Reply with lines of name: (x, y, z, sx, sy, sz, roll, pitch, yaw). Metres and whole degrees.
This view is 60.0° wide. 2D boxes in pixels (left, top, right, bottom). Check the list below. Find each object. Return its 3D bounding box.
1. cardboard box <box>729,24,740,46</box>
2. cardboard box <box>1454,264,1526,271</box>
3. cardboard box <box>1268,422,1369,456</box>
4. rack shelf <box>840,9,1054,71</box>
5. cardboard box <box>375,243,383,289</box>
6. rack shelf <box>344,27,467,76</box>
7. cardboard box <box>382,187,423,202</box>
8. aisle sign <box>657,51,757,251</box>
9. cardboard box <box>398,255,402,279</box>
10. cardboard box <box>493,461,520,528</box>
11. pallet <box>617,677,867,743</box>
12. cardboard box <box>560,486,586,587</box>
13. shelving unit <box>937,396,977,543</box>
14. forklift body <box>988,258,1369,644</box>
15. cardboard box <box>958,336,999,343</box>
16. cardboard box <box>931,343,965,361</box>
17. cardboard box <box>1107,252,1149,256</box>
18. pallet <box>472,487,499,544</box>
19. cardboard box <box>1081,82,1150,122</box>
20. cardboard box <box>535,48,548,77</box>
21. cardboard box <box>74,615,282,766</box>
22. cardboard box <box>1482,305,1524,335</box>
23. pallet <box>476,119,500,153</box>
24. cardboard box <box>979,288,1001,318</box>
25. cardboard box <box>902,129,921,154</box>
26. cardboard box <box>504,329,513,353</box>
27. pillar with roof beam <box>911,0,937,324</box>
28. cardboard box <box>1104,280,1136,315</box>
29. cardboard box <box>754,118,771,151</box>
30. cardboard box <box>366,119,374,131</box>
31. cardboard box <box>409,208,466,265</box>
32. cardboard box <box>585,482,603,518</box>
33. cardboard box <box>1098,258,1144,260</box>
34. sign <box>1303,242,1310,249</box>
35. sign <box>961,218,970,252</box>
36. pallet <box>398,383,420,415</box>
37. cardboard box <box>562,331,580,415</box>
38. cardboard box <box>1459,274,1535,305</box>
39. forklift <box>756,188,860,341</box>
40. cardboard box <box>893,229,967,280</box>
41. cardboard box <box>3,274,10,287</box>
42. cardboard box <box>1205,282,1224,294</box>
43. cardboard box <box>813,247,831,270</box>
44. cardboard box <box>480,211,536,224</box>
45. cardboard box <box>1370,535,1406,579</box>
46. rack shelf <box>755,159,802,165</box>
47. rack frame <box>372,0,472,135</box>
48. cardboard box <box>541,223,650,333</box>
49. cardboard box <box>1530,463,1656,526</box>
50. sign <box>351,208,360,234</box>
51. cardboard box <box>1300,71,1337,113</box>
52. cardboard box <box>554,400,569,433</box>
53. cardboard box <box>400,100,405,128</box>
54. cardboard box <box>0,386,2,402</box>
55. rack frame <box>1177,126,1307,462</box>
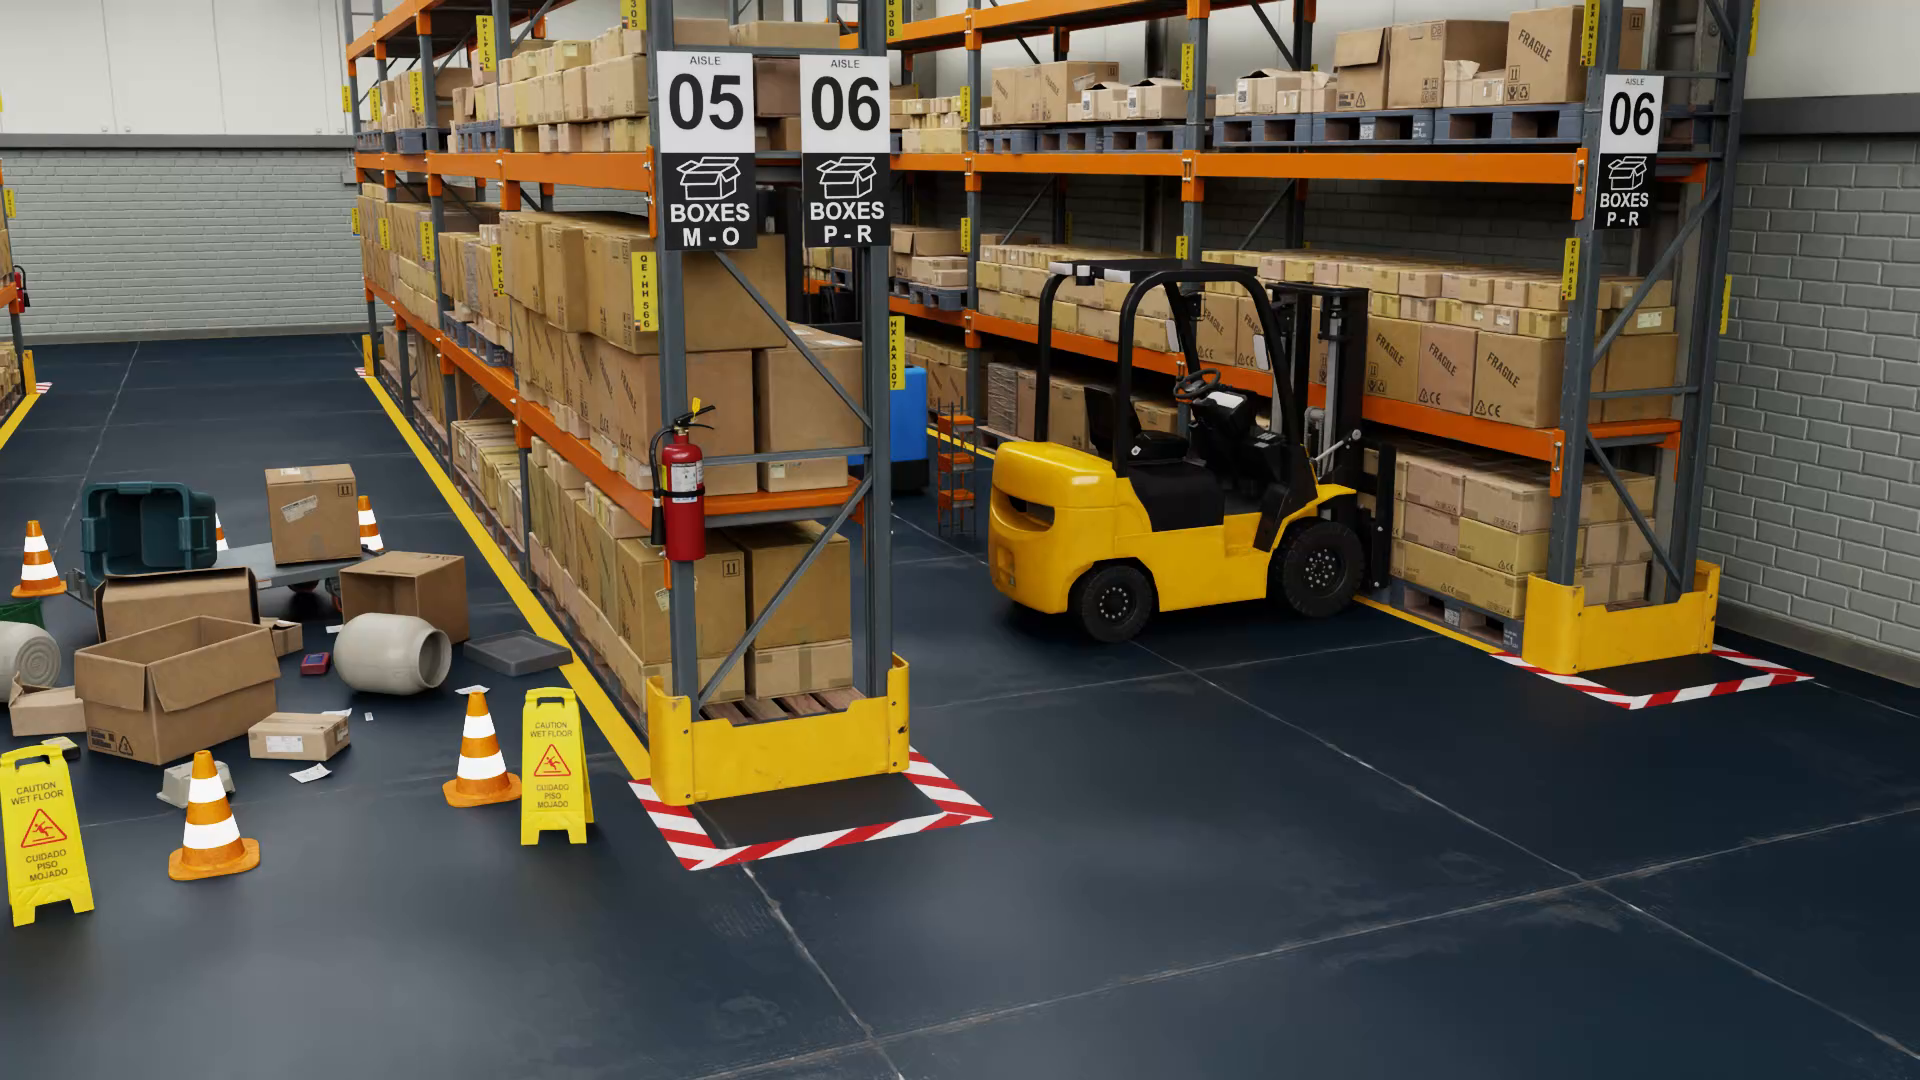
cardboard box: (-0.861, -2.229, 7.483, 0.380, 0.149, 0.250, -6, 14, -23)
cardboard box: (3.397, -1.684, 10.675, 0.380, 0.149, 0.250, -6, 14, -24)
cardboard box: (2.466, -0.650, 11.474, 0.500, 0.250, 0.500, -5, 14, -21)
rack shelf: (-0.249, -5.251, 17.584, 1.077, 0.370, 4.000, -6, 14, -23)
cardboard box: (-6.443, -3.168, 19.183, 0.500, 0.500, 0.500, -6, 14, -24)
rack shelf: (-6.398, -5.629, 19.215, 1.077, 0.370, 4.000, -6, 14, -23)
cardboard box: (-6.012, -3.725, 17.933, 0.380, 0.149, 0.250, -6, 14, -24)
aisle sign: (-1.031, -1.586, 6.806, 0.394, 0.787, 0.004, -6, 14, -23)
cardboard box: (-5.444, -2.787, 16.983, 0.500, 0.250, 0.500, -5, 14, -22)
cardboard box: (-2.896, -0.366, 12.195, 0.950, 0.372, 0.625, -5, 14, -19)
pallet: (-1.113, 0.813, 8.389, 1.003, 0.211, 1.213, -6, 14, -23)
cardboard box: (-1.972, -0.052, 9.448, 0.500, 0.500, 0.500, -5, 14, -20)
shelving unit: (-0.021, -0.523, 12.299, 0.215, 1.050, 0.252, -6, 14, -23)
forklift body: (1.326, -0.621, 10.284, 2.313, 2.155, 1.214, -6, 14, -23)
cardboard box: (0.201, -2.115, 18.029, 0.380, 0.149, 0.250, -6, 14, -24)
cardboard box: (-0.081, -1.955, 17.337, 0.380, 0.149, 0.250, -6, 14, -25)
cardboard box: (1.501, -2.461, 14.691, 0.380, 0.149, 0.250, -5, 14, -21)
pallet: (-3.198, -0.240, 12.938, 1.003, 0.211, 1.213, -6, 14, -23)
cardboard box: (1.334, -3.592, 13.628, 0.500, 0.311, 0.500, -6, 14, -25)
cardboard box: (-2.110, -2.608, 9.123, 0.380, 0.149, 0.250, -6, 14, -25)
cardboard box: (-3.813, 0.723, 8.129, 0.637, 0.503, 0.797, 6, 14, 26)
cardboard box: (3.232, -1.269, 9.540, 0.380, 0.149, 0.250, -5, 14, -22)
pallet: (-2.542, -2.692, 11.114, 1.213, 0.211, 1.003, -6, 14, -23)
cardboard box: (0.506, -2.274, 15.875, 0.500, 0.250, 0.500, -6, 14, -23)
cardboard box: (-0.278, -4.140, 17.286, 0.500, 0.250, 0.500, -6, 14, -23)
cardboard box: (-2.851, -1.349, 11.171, 0.380, 0.149, 0.250, -5, 14, -22)
pillar with roof beam: (-4.448, -6.046, 18.537, 9.100, 9.000, 0.400, -6, 14, -23)
cardboard box: (1.511, -1.989, 13.534, 0.500, 0.250, 0.500, -6, 14, -24)
cardboard box: (-0.812, -1.842, 7.580, 0.380, 0.149, 0.250, -6, 14, -25)
cardboard box: (-6.974, -5.011, 20.121, 0.380, 0.149, 0.250, -5, 14, -21)
cardboard box: (-4.847, -2.839, 15.545, 0.500, 0.500, 0.500, -6, 14, -23)
cardboard box: (-1.760, -0.224, 8.749, 0.380, 0.149, 0.250, -5, 14, -21)
cardboard box: (1.370, -2.259, 13.816, 0.380, 0.149, 0.250, -6, 14, -24)
sign: (2.662, -2.145, 12.890, 0.100, 0.325, 0.005, -6, 14, -23)
sign: (0.059, -2.935, 16.008, 0.100, 0.325, 0.005, -6, 14, -23)
pallet: (-5.830, -1.644, 19.003, 1.003, 0.211, 1.213, -6, 14, -23)
cardboard box: (-1.839, -0.954, 8.956, 0.500, 0.500, 0.500, -5, 14, -22)
cardboard box: (3.163, -1.472, 9.759, 0.380, 0.149, 0.250, -5, 14, -22)
forklift: (-1.349, -2.061, 14.775, 1.121, 2.935, 3.031, -6, 14, -25)
cardboard box: (-0.271, -3.036, 17.675, 0.797, 0.503, 0.637, -6, 14, -24)
cardboard box: (-11.304, -3.032, 19.376, 0.380, 0.149, 0.250, -6, 14, -23)
cardboard box: (2.041, -1.909, 12.307, 0.380, 0.149, 0.250, -6, 14, -24)
cardboard box: (-1.478, -3.442, 20.263, 0.500, 0.250, 0.500, -5, 14, -22)
cardboard box: (-3.968, -2.671, 14.821, 0.500, 0.500, 0.500, -6, 14, -25)
cardboard box: (2.896, 0.051, 10.665, 0.500, 0.250, 0.500, -5, 14, -22)
rack shelf: (-1.591, -2.013, 8.766, 0.919, 0.052, 3.809, -6, 14, -23)
rack frame: (-5.597, -5.761, 17.303, 1.000, 3.000, 0.127, -6, 14, -23)
cardboard box: (-1.689, -1.327, 8.351, 0.700, 0.500, 0.500, -6, 14, -24)
cardboard box: (3.738, -0.276, 9.861, 0.500, 0.250, 0.500, -6, 14, -24)
sign: (-7.710, -4.076, 21.232, 0.100, 0.325, 0.005, -6, 14, -23)
cardboard box: (2.471, -2.949, 10.954, 0.396, 0.266, 0.258, -6, 14, -24)
cardboard box: (-2.056, -0.704, 9.315, 0.380, 0.149, 0.250, -6, 14, -23)
cardboard box: (-4.867, -3.865, 15.131, 0.396, 0.266, 0.258, -6, 14, -24)
cardboard box: (-10.500, -1.554, 17.824, 0.380, 0.149, 0.250, -6, 14, -24)
rack frame: (2.155, -1.634, 12.779, 1.000, 3.000, 0.127, -6, 14, -23)
